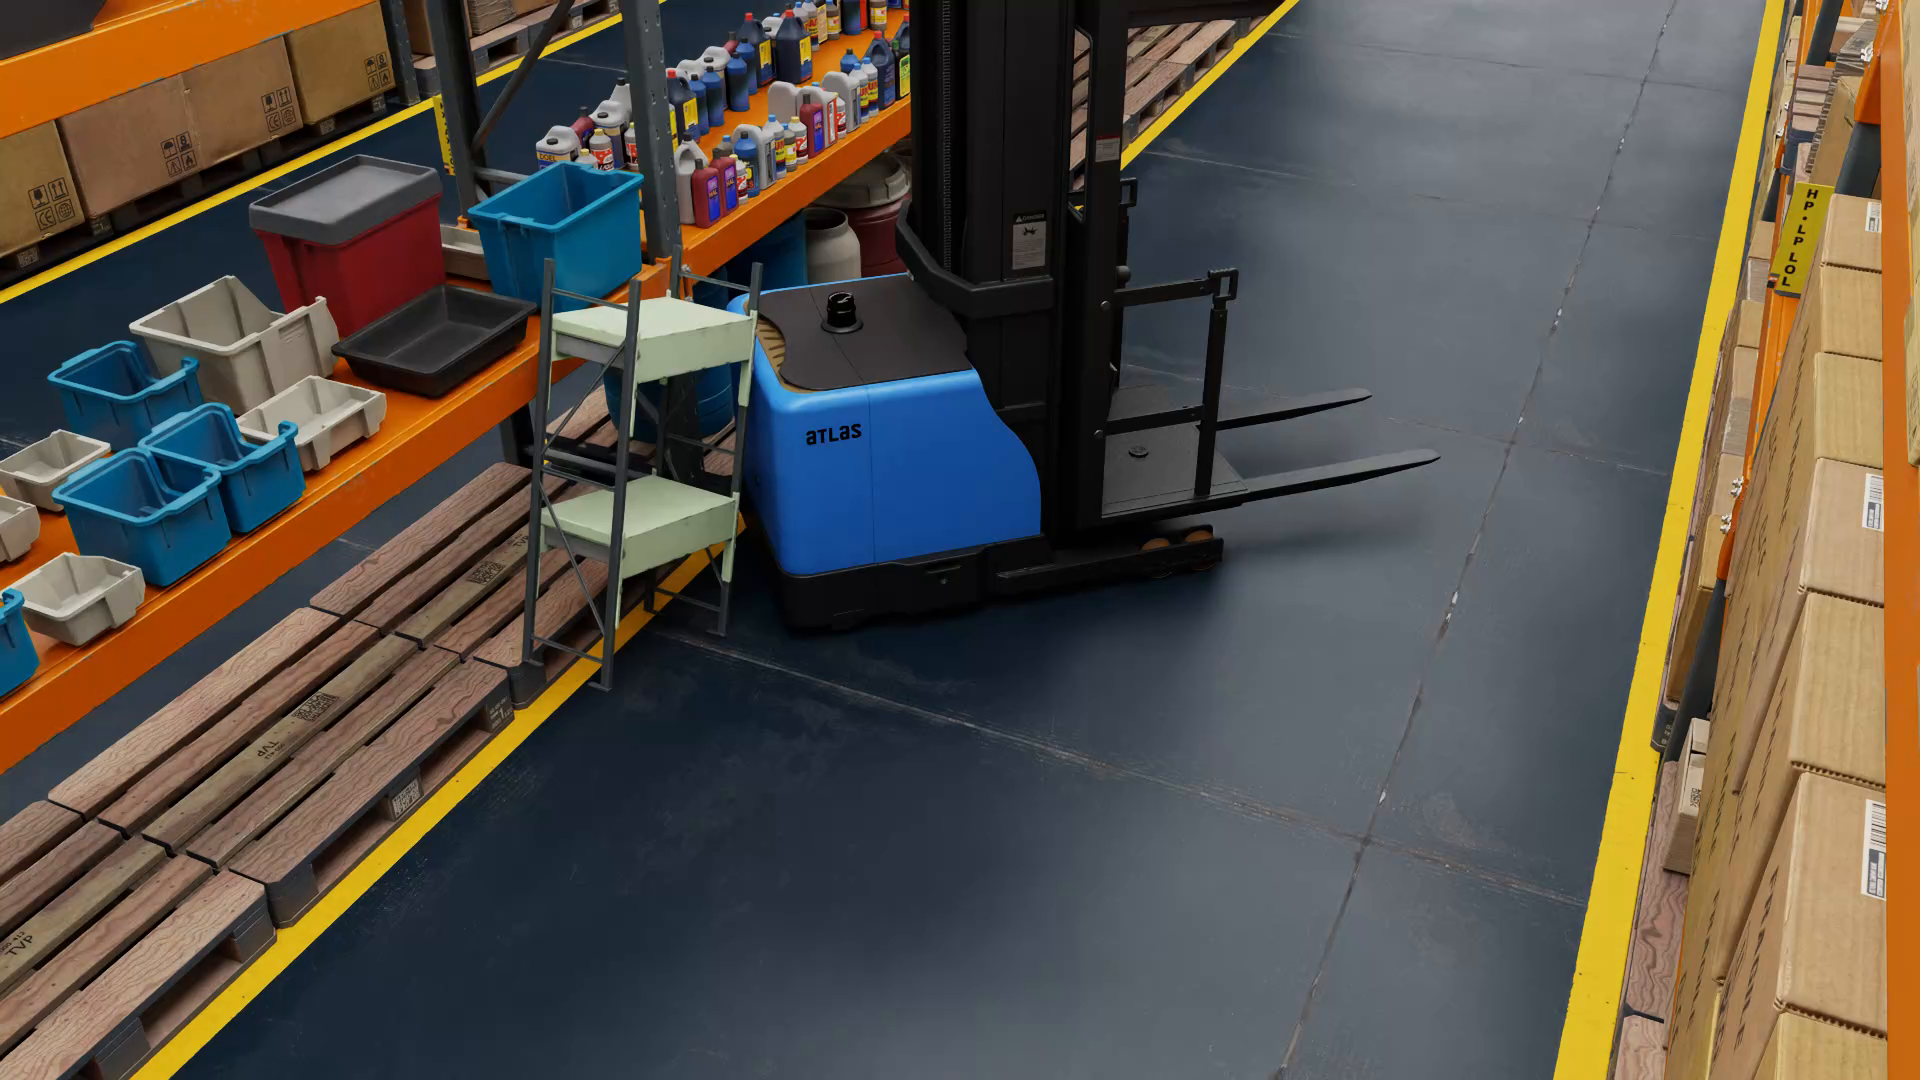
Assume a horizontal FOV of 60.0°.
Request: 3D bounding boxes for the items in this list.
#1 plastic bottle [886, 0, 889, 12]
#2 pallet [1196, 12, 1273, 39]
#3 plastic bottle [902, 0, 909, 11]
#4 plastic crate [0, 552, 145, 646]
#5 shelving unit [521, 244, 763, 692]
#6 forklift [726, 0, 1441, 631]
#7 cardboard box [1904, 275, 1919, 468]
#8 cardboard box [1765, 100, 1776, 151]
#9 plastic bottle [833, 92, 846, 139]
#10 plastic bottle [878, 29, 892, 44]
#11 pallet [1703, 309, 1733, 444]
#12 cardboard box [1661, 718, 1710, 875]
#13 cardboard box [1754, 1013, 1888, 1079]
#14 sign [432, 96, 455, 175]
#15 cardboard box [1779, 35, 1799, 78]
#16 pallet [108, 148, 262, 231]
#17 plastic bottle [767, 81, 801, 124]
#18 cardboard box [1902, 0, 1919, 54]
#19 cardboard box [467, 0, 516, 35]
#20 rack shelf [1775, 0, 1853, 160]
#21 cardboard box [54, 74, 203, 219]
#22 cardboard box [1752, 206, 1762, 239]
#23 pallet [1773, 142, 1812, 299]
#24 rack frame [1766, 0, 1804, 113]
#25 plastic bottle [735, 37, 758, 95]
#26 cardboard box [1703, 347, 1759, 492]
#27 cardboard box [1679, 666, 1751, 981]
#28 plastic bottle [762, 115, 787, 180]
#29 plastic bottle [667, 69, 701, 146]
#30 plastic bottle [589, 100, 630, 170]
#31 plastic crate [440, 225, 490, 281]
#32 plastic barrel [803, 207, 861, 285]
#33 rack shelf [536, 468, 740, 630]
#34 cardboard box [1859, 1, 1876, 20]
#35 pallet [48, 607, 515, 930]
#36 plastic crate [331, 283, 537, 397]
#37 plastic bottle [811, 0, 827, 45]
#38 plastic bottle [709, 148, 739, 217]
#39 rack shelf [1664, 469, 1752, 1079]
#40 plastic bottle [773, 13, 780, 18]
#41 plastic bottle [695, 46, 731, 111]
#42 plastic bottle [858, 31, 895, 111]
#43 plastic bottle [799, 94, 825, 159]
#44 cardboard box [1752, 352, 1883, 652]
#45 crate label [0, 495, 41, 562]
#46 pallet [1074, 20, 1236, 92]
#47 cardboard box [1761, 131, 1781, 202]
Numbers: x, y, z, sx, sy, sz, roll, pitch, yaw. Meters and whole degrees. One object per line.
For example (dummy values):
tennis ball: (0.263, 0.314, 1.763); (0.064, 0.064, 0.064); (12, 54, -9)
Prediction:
plastic bottle: (-0.453, -3.140, 9.421); (0.097, 0.271, 0.097); (0, 33, 0)
pallet: (2.088, -4.538, 13.978); (1.003, 0.211, 1.213); (14, 36, 20)
plastic bottle: (-0.241, -3.159, 9.445); (0.152, 0.276, 0.135); (14, 36, 20)
plastic crate: (-2.356, 0.157, 4.461); (0.250, 0.136, 0.298); (14, 36, 20)
shelving unit: (-1.179, -0.290, 6.176); (0.431, 1.500, 0.755); (16, 20, 23)
forklift: (0.600, -1.331, 6.606); (3.031, 2.935, 1.130); (-10, 35, -15)
cardboard box: (1.638, -0.271, 2.329); (0.500, 0.250, 0.500); (14, 36, 20)
cardboard box: (5.443, -2.610, 10.619); (0.500, 0.250, 0.500); (13, 35, 19)
plastic bottle: (-0.578, -1.967, 7.696); (0.097, 0.201, 0.097); (0, 33, 0)
plastic bottle: (-0.373, -2.410, 8.297); (0.061, 0.283, 0.133); (14, 36, 20)
pallet: (4.246, -0.719, 8.154); (1.003, 0.211, 1.213); (14, 36, 20)
cardboard box: (2.547, 0.844, 5.279); (0.500, 0.311, 0.500); (14, 36, 20)
cardboard box: (1.182, 0.991, 2.000); (0.500, 0.500, 0.500); (14, 36, 20)
sign: (-2.077, -1.637, 6.759); (0.100, 0.325, 0.005); (14, 36, 20)
cardboard box: (5.653, -3.104, 10.862); (0.500, 0.311, 0.500); (14, 36, 20)
pallet: (-5.313, -2.376, 10.681); (1.003, 0.211, 1.213); (14, 36, 20)
plastic bottle: (-0.789, -1.982, 7.650); (0.152, 0.276, 0.135); (14, 36, 20)
cardboard box: (2.491, -1.263, 3.841); (0.500, 0.250, 0.500); (14, 36, 20)
cardboard box: (-3.921, -4.279, 12.919); (0.700, 0.500, 0.500); (11, 35, 17)
rack shelf: (5.430, -2.944, 9.660); (1.077, 0.370, 4.000); (14, 36, 20)
cardboard box: (-5.454, -2.586, 10.014); (1.225, 0.875, 0.875); (13, 35, 19)
cardboard box: (4.592, -1.592, 9.067); (0.500, 0.250, 0.500); (15, 36, 22)
pallet: (3.783, -1.199, 6.518); (1.003, 0.211, 1.213); (14, 36, 20)
rack frame: (6.266, -4.241, 10.982); (1.000, 3.000, 0.127); (14, 36, 20)
plastic bottle: (-1.055, -2.343, 8.206); (0.097, 0.271, 0.097); (0, 33, 0)
cardboard box: (3.501, -0.454, 7.086); (0.500, 0.500, 0.500); (13, 35, 19)
cardboard box: (1.825, 0.651, 3.430); (0.500, 0.500, 0.500); (14, 36, 20)
plastic bottle: (-0.812, -1.718, 7.251); (0.097, 0.271, 0.097); (0, 33, 0)
plastic bottle: (-1.282, -1.966, 7.557); (0.144, 0.351, 0.185); (14, 36, 20)
plastic bottle: (-1.554, -1.795, 7.365); (0.152, 0.276, 0.135); (14, 36, 20)
plastic crate: (-1.903, -1.110, 6.394); (0.396, 0.136, 0.243); (14, 36, 20)
plastic barrel: (-0.721, -1.410, 8.551); (0.421, 0.512, 0.421); (0, 33, 0)
rack shelf: (-1.222, 0.017, 6.277); (0.431, 0.370, 0.720); (16, 20, 23)
cardboard box: (5.075, -2.792, 9.001); (0.380, 0.149, 0.250); (17, 37, 24)
pallet: (-2.360, 0.756, 5.904); (1.003, 0.211, 1.213); (14, 36, 20)
plastic crate: (-1.802, -0.686, 5.756); (0.437, 0.125, 0.590); (14, 36, 20)
plastic bottle: (-0.767, -2.795, 8.883); (0.061, 0.283, 0.133); (14, 36, 20)
plastic bottle: (-0.981, -1.497, 6.904); (0.061, 0.283, 0.133); (14, 36, 20)
rack shelf: (2.083, 1.041, 3.584); (1.077, 0.370, 4.000); (14, 36, 20)
plastic bottle: (-0.936, -2.565, 8.543); (0.097, 0.271, 0.097); (0, 33, 0)
plastic bottle: (-1.190, -2.229, 8.027); (0.152, 0.276, 0.135); (14, 36, 20)
plastic bottle: (-0.402, -2.269, 8.020); (0.144, 0.351, 0.185); (14, 36, 20)
plastic bottle: (-0.666, -1.873, 7.477); (0.061, 0.283, 0.133); (14, 36, 20)
cardboard box: (2.036, -0.033, 3.562); (0.500, 0.500, 0.500); (13, 35, 19)
crate label: (-2.846, -0.050, 4.777); (0.396, 0.136, 0.243); (14, 36, 20)
pallet: (1.476, -3.813, 12.872); (1.003, 0.211, 1.213); (14, 36, 20)
cardboard box: (4.800, -2.086, 9.310); (0.500, 0.311, 0.500); (14, 36, 20)
